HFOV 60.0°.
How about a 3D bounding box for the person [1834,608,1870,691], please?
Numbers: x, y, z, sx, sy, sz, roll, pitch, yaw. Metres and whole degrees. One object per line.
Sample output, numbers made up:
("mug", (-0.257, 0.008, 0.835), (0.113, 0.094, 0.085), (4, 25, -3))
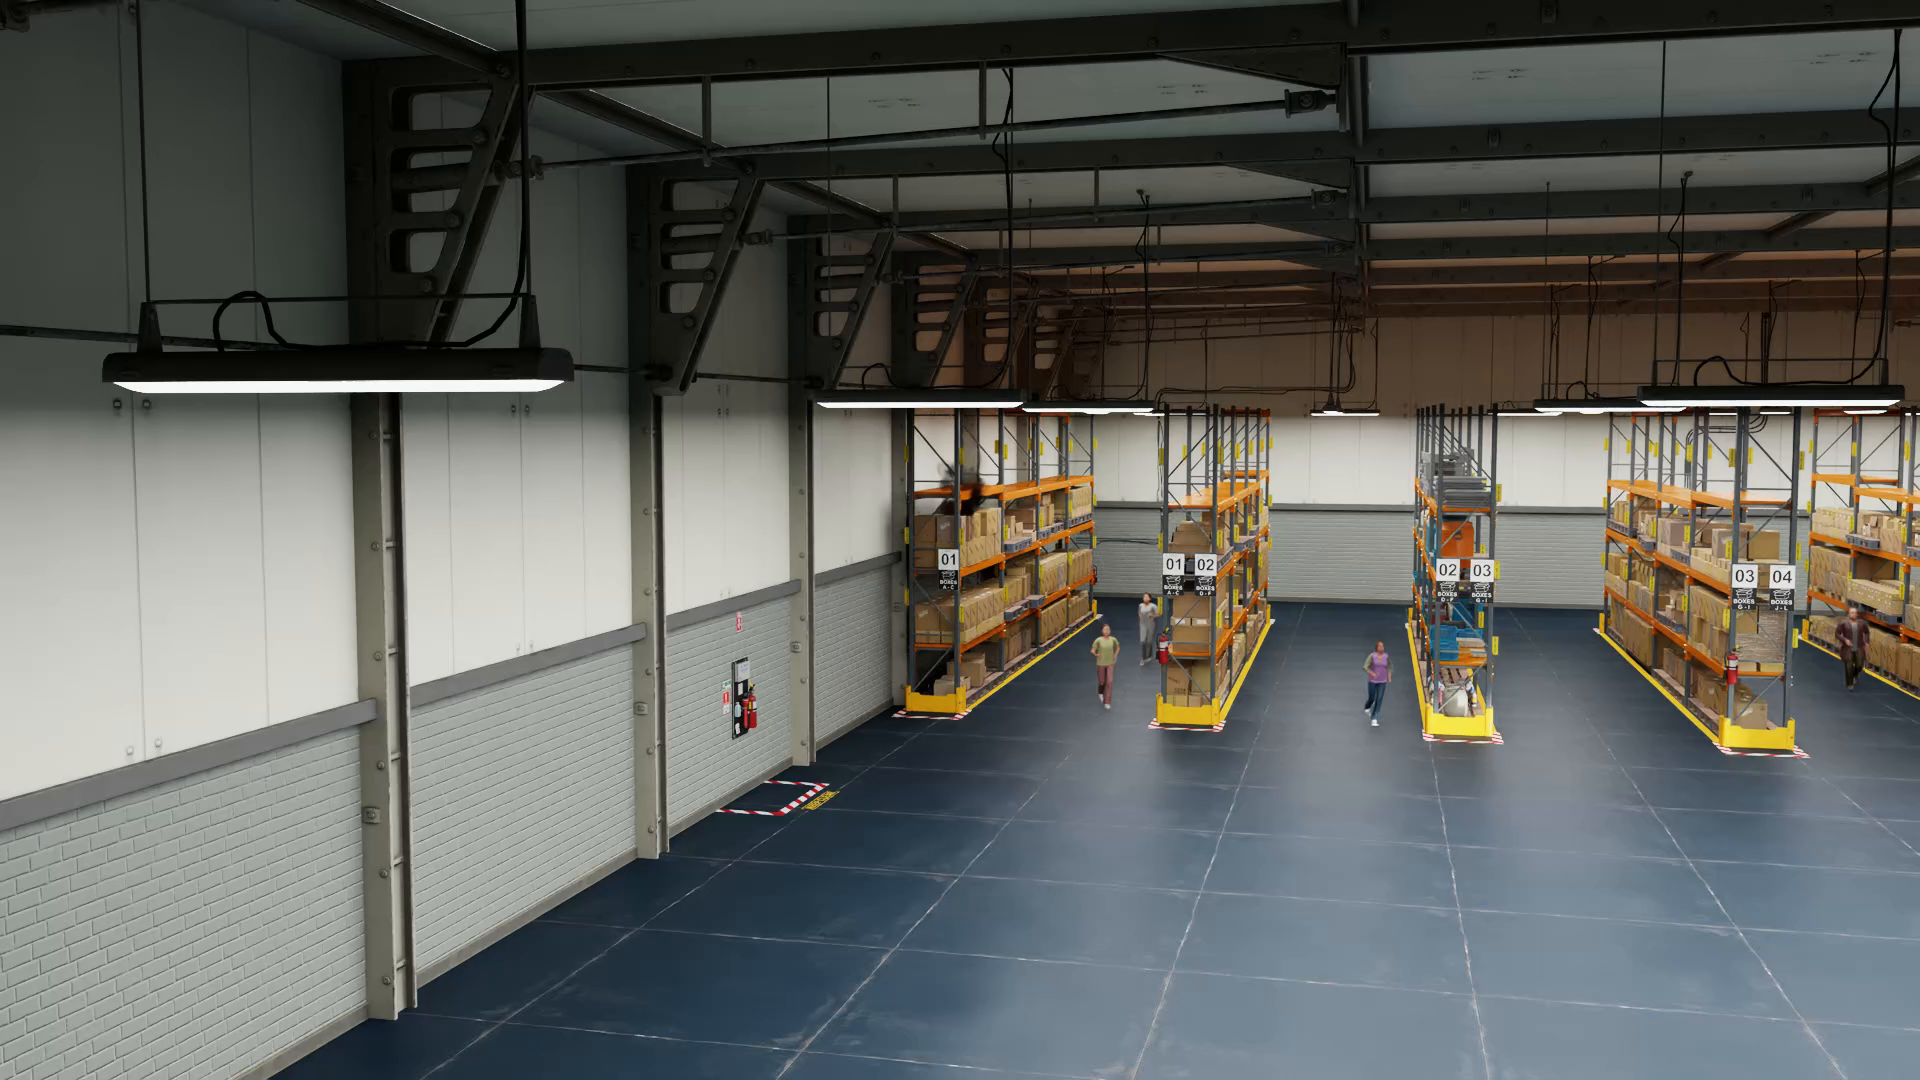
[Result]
("person", (18.835, 2.309, 35.062), (0.678, 1.736, 0.633), (1, 4, 16))

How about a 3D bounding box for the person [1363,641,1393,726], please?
("person", (7.849, 2.667, 31.212), (0.572, 1.571, 0.735), (0, 4, 2))

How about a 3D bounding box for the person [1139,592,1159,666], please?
("person", (4.396, 2.077, 38.796), (0.539, 1.731, 0.762), (1, 4, 17))

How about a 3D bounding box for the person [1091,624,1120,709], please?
("person", (2.888, 2.476, 32.931), (0.590, 1.643, 0.880), (0, 4, -2))
